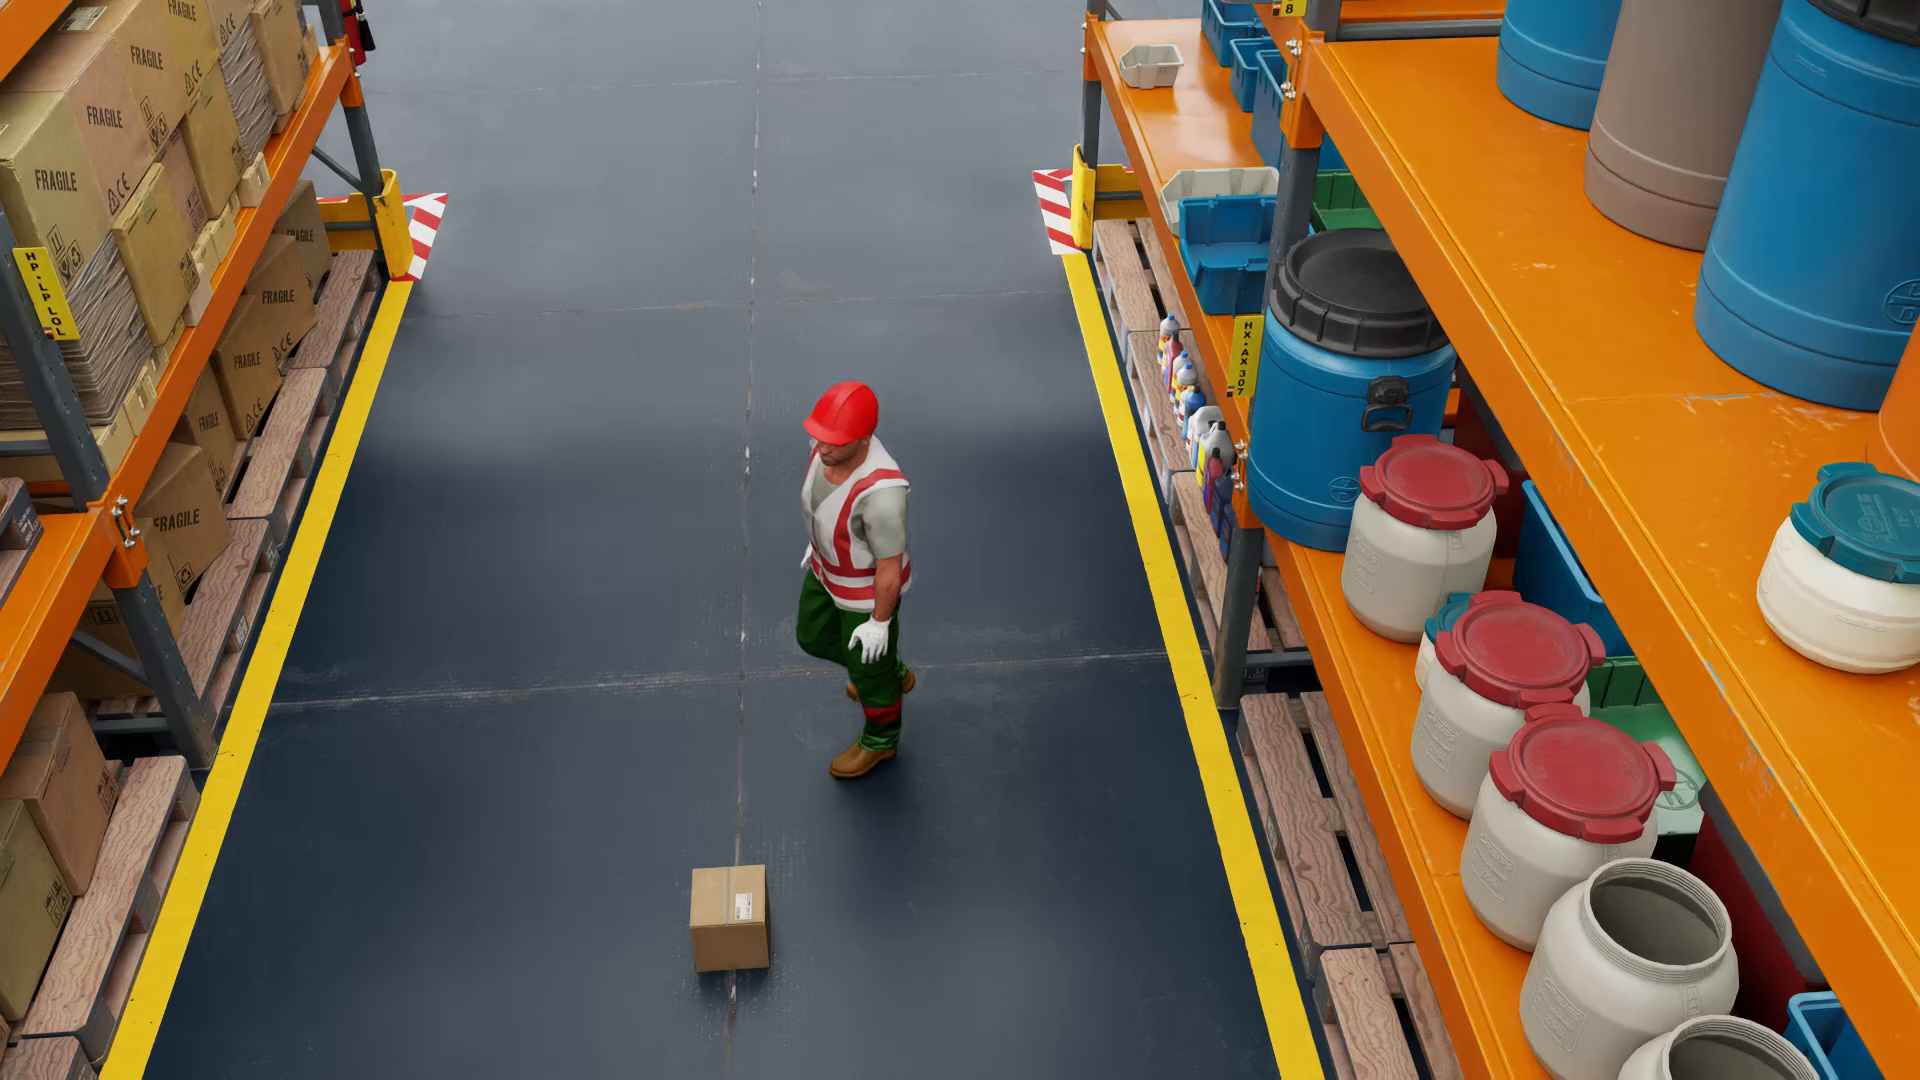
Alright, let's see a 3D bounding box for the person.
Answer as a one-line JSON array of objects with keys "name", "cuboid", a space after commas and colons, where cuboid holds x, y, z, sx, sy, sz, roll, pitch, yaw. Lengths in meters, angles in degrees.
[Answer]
[{"name": "person", "cuboid": [-0.329, 0.132, 5.953, 0.493, 1.786, 0.596, -20, 43, -23]}]
